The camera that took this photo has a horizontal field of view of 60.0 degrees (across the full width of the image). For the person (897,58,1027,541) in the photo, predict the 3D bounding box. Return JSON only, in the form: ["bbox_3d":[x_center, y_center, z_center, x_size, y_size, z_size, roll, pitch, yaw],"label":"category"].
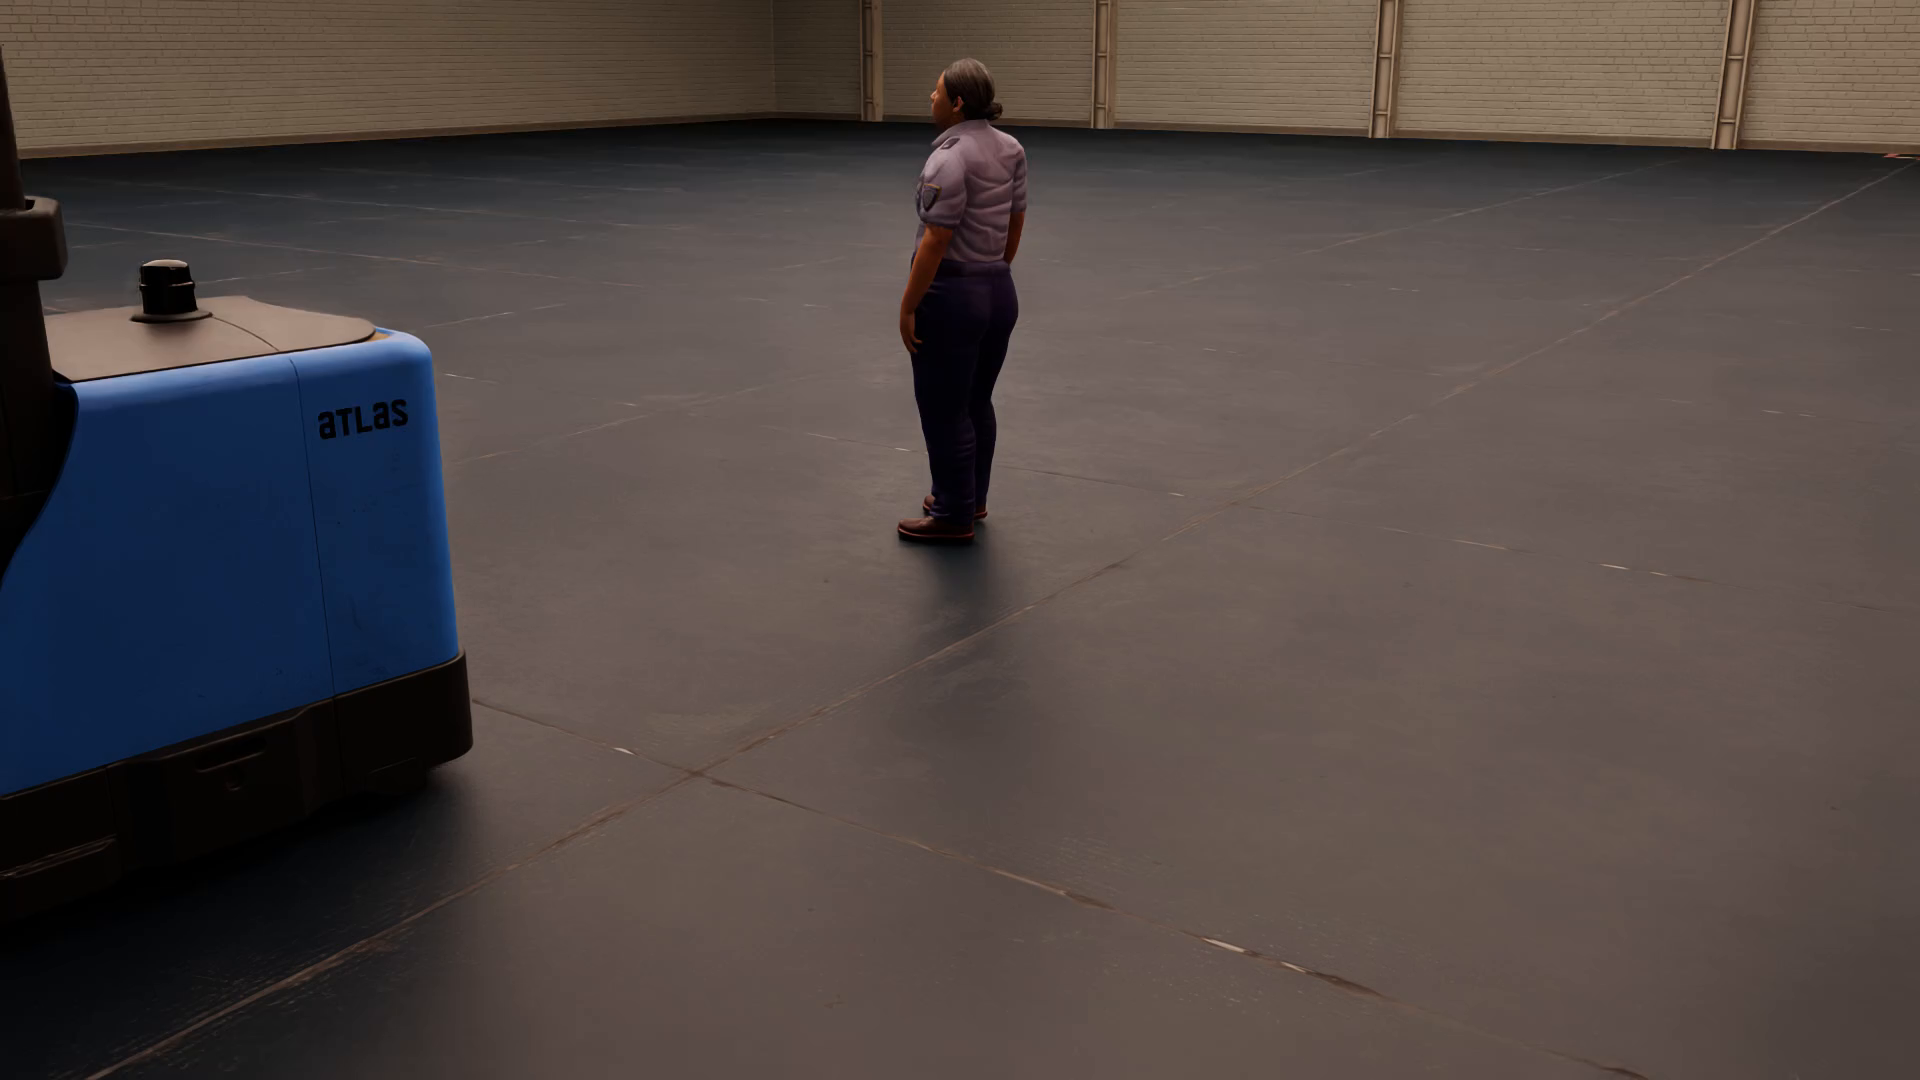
[{"bbox_3d":[-0.061,-0.816,5.776,0.503,1.650,0.599,11,20,33],"label":"person"}]

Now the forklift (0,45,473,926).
[{"bbox_3d":[-2.535,-0.612,2.878,1.130,2.935,3.031,14,22,40],"label":"forklift"}]
